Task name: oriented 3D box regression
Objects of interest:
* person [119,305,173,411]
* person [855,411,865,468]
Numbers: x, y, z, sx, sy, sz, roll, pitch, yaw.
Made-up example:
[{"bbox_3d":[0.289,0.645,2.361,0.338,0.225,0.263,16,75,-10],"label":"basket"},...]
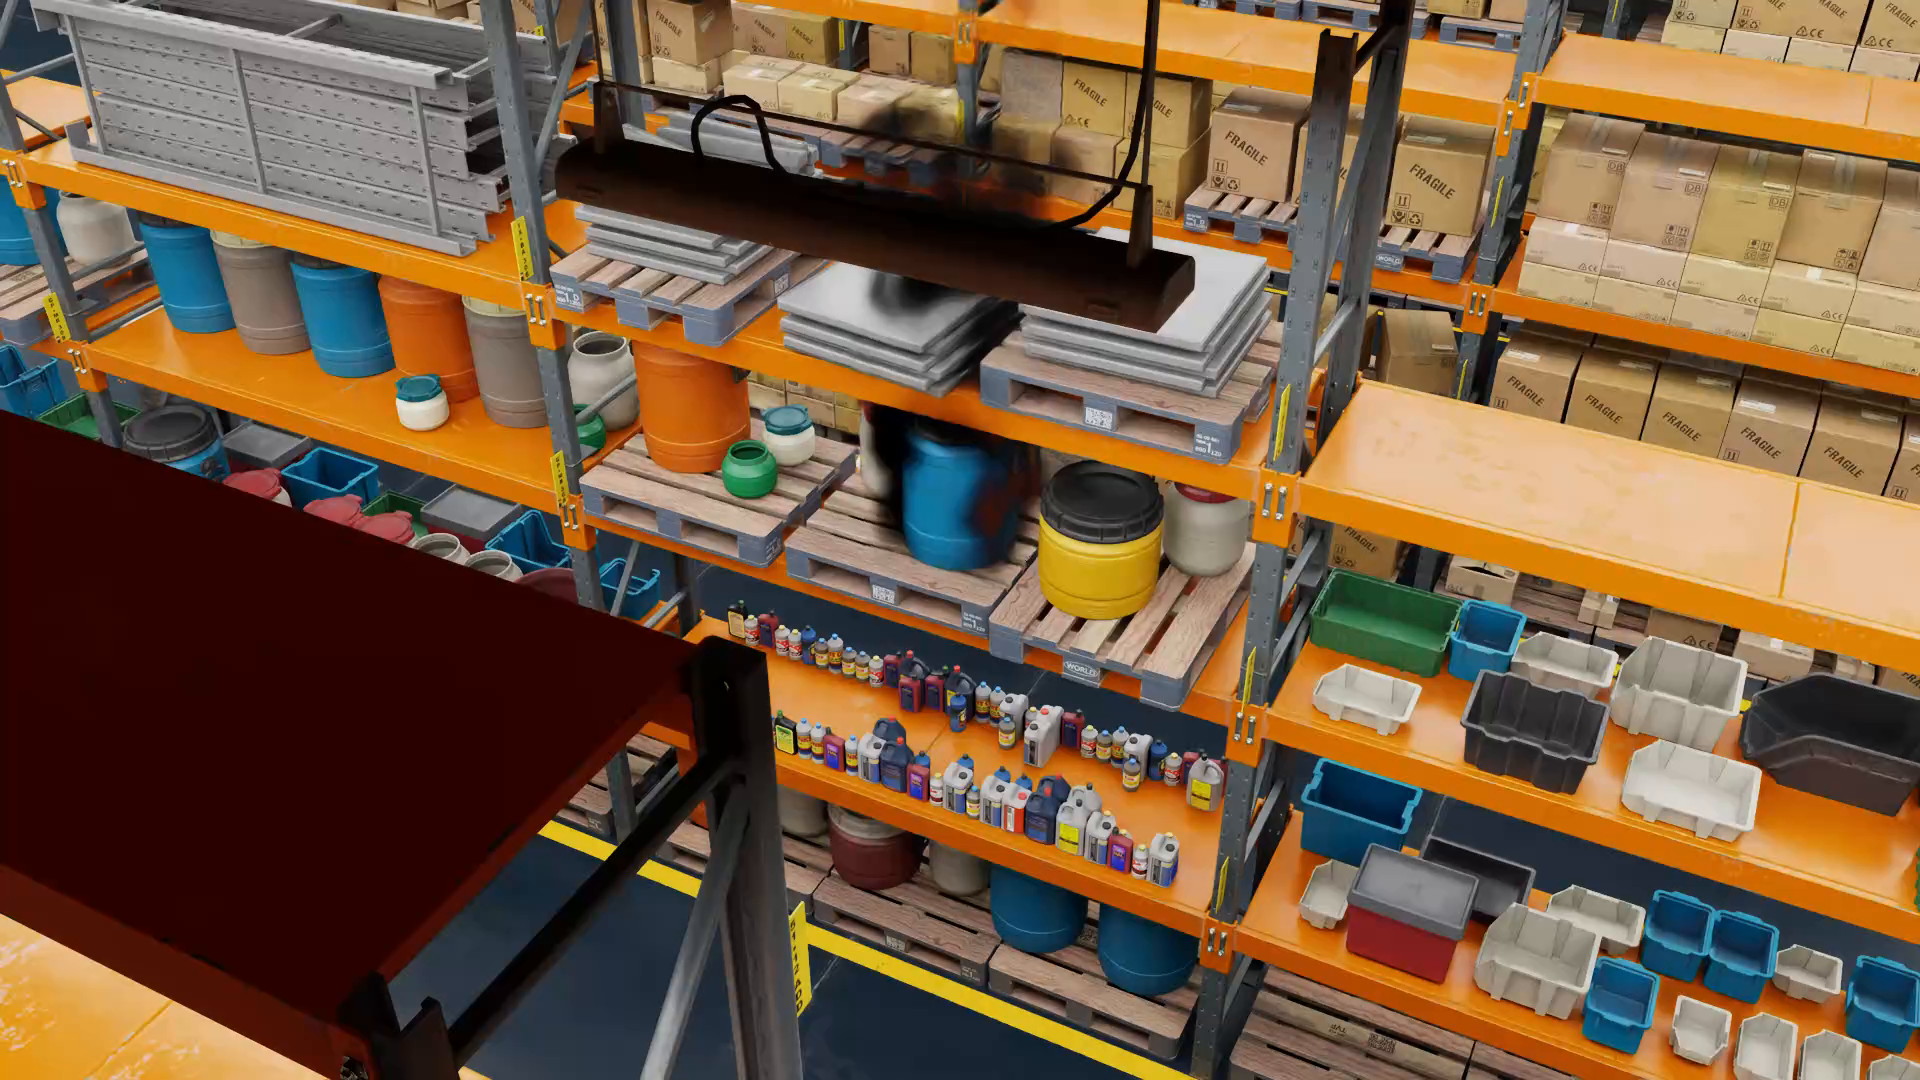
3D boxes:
[{"bbox_3d":[-6.927,-1.458,14.439,0.675,1.731,0.723,17,38,22],"label":"person"},{"bbox_3d":[-0.597,-0.152,12.131,0.706,1.777,0.584,14,38,20],"label":"person"}]
